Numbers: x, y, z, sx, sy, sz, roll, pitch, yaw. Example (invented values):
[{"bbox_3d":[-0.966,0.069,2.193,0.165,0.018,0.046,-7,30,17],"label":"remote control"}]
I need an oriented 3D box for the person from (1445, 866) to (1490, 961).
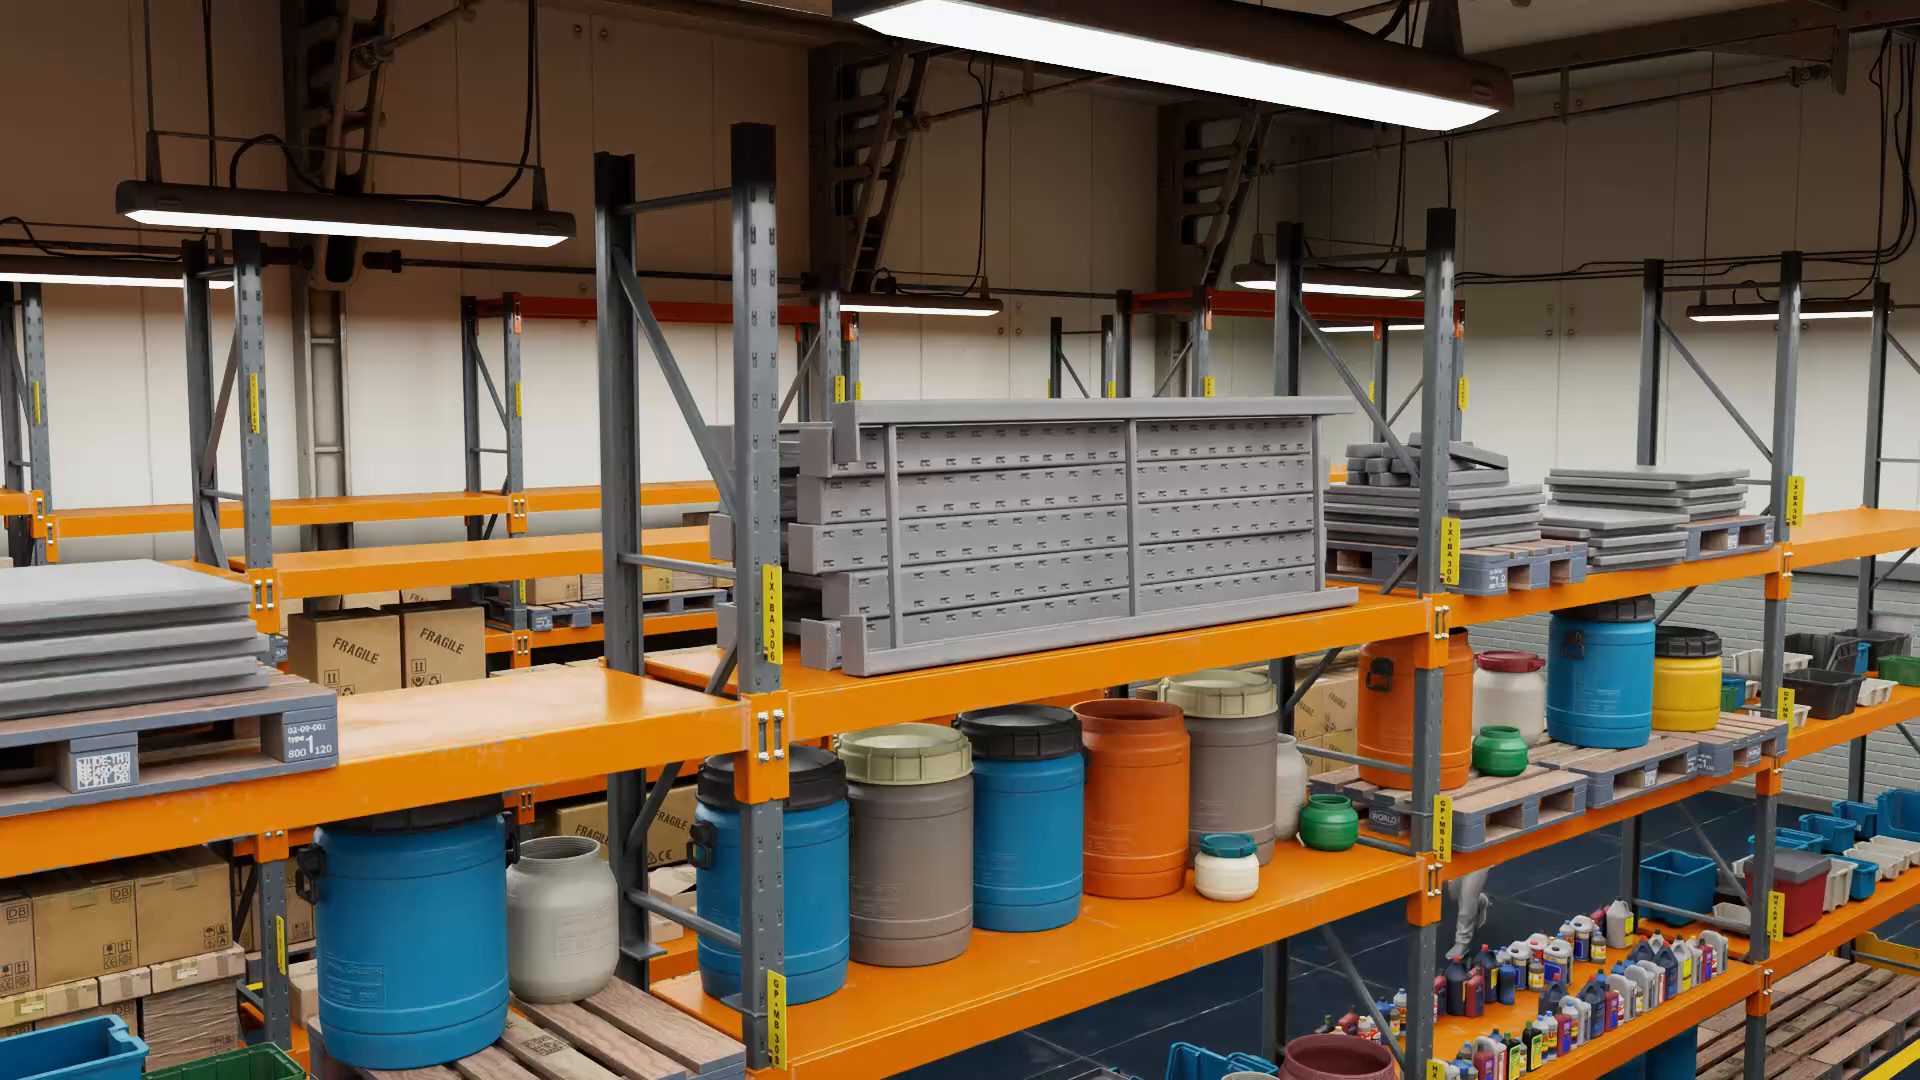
[{"bbox_3d":[4.657,2.857,15.168,0.674,1.764,0.929,5,7,43],"label":"person"}]
